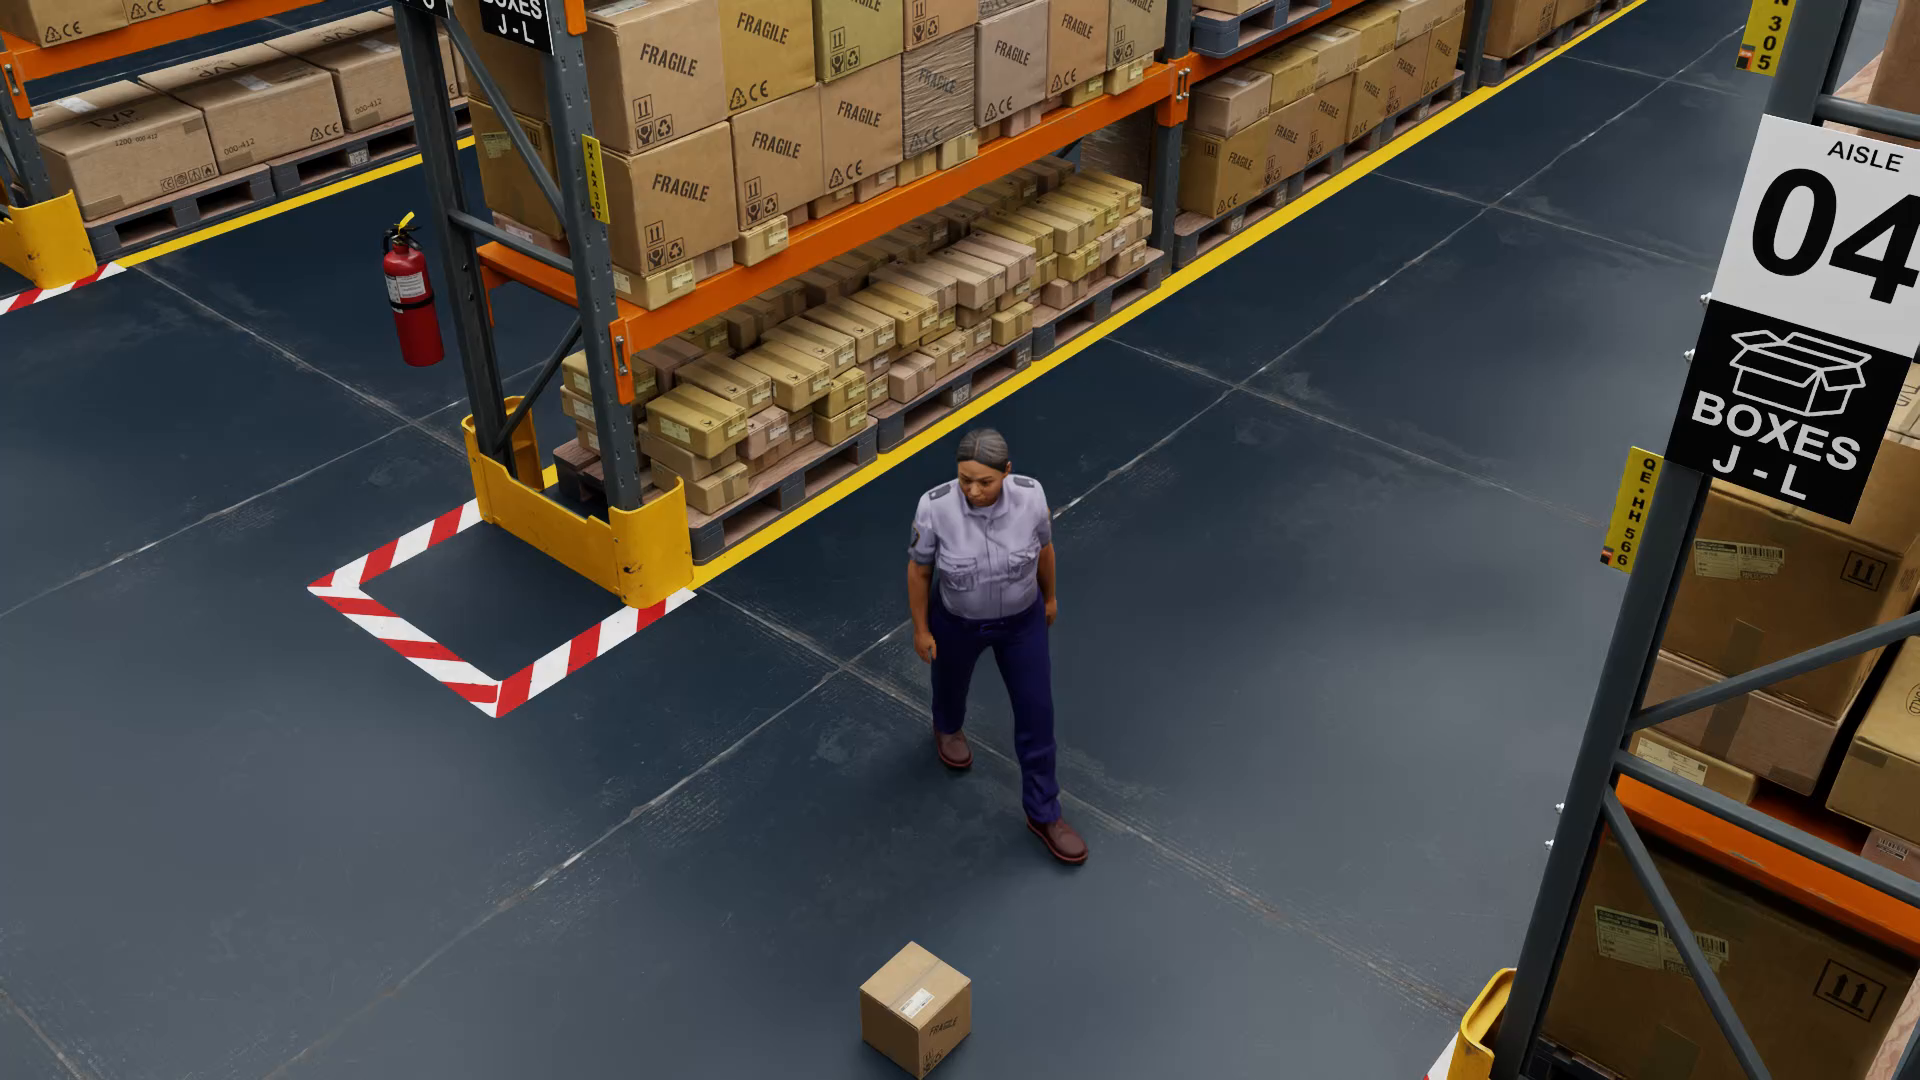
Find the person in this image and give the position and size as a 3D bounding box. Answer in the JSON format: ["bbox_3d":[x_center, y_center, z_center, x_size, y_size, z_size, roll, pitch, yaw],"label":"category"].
[{"bbox_3d":[0.115,0.347,5.670,0.537,1.602,0.932,-4,35,-6],"label":"person"}]
